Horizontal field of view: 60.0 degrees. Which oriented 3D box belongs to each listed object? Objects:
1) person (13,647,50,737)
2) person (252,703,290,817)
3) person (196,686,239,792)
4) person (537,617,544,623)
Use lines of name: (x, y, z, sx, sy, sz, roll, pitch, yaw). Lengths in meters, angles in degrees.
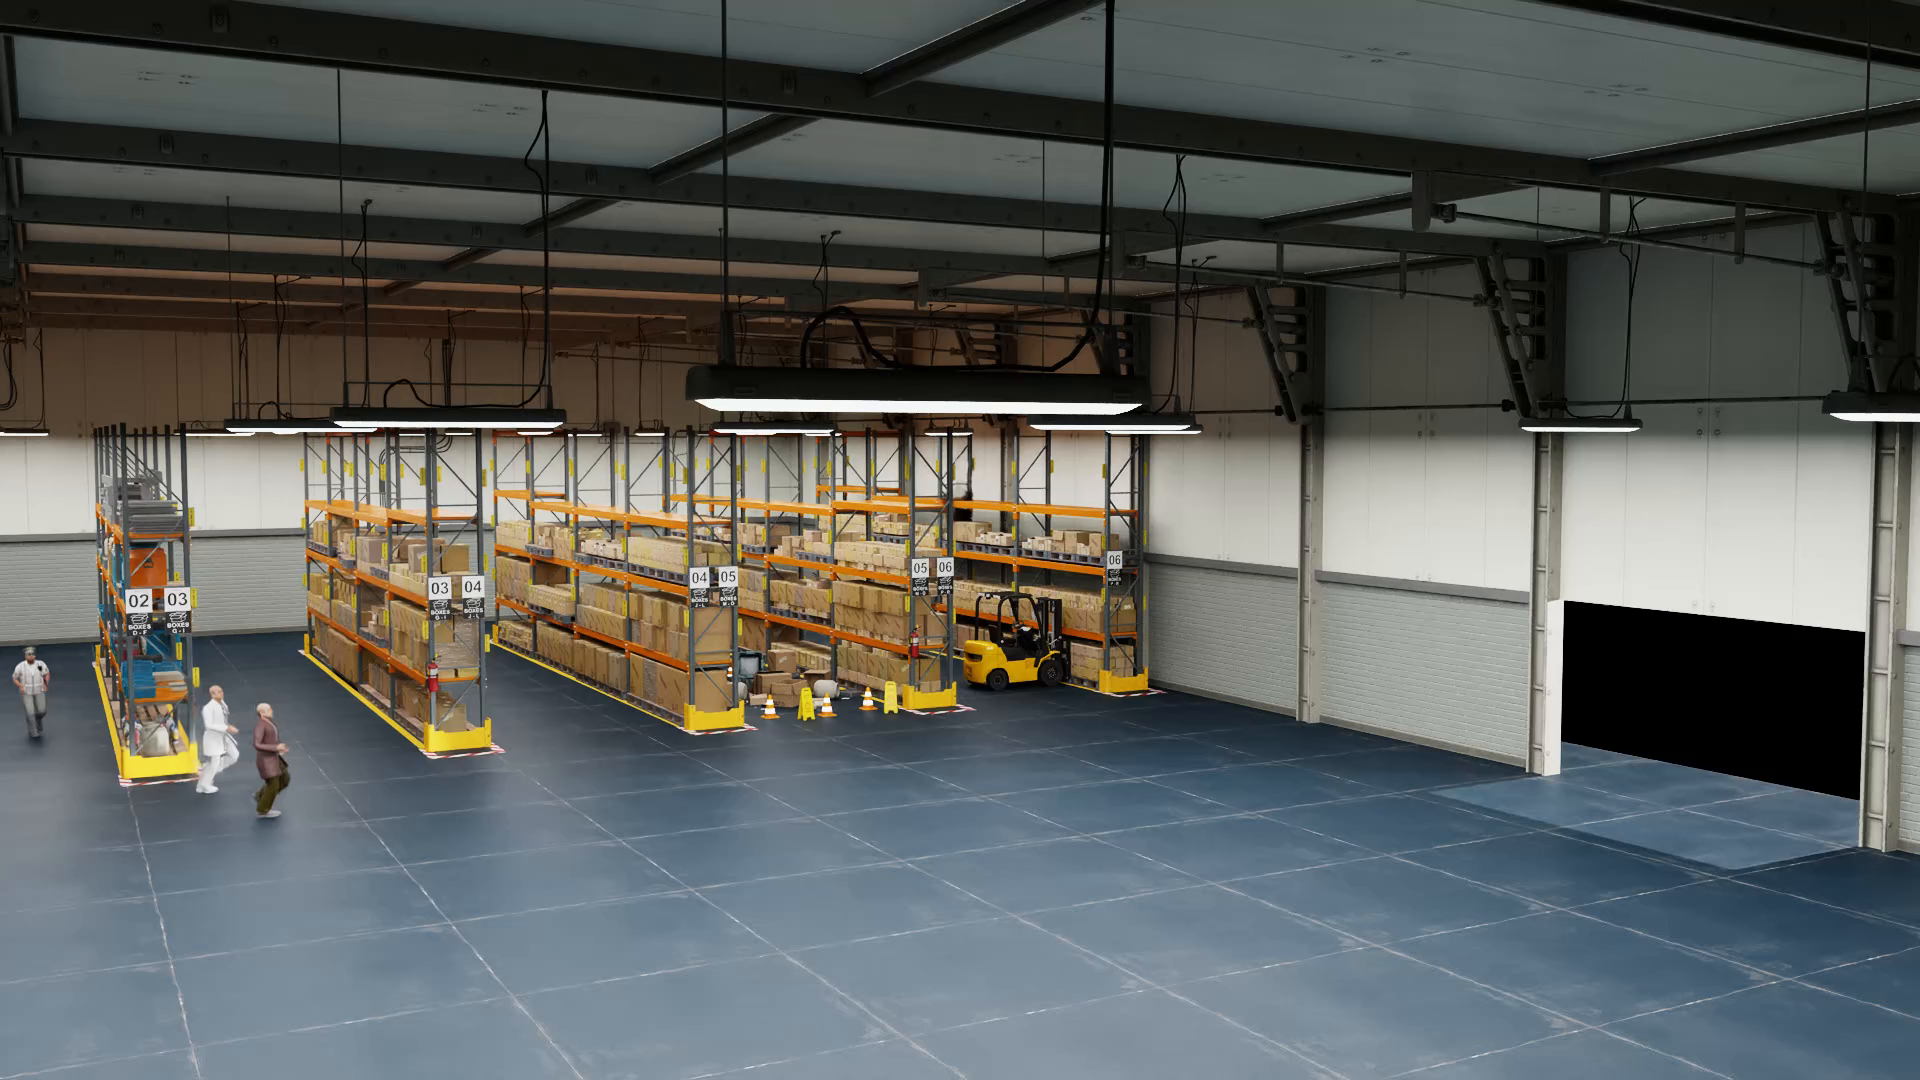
person: (-17.818, 2.918, 31.954, 0.640, 1.730, 0.555, -3, 4, -36)
person: (-10.417, 3.324, 25.153, 0.649, 1.730, 0.702, 0, 3, -5)
person: (-12.017, 3.216, 26.988, 0.751, 1.732, 0.743, 0, 3, 6)
person: (-12.420, 2.025, 48.561, 0.761, 1.521, 0.643, 1, 4, 16)
